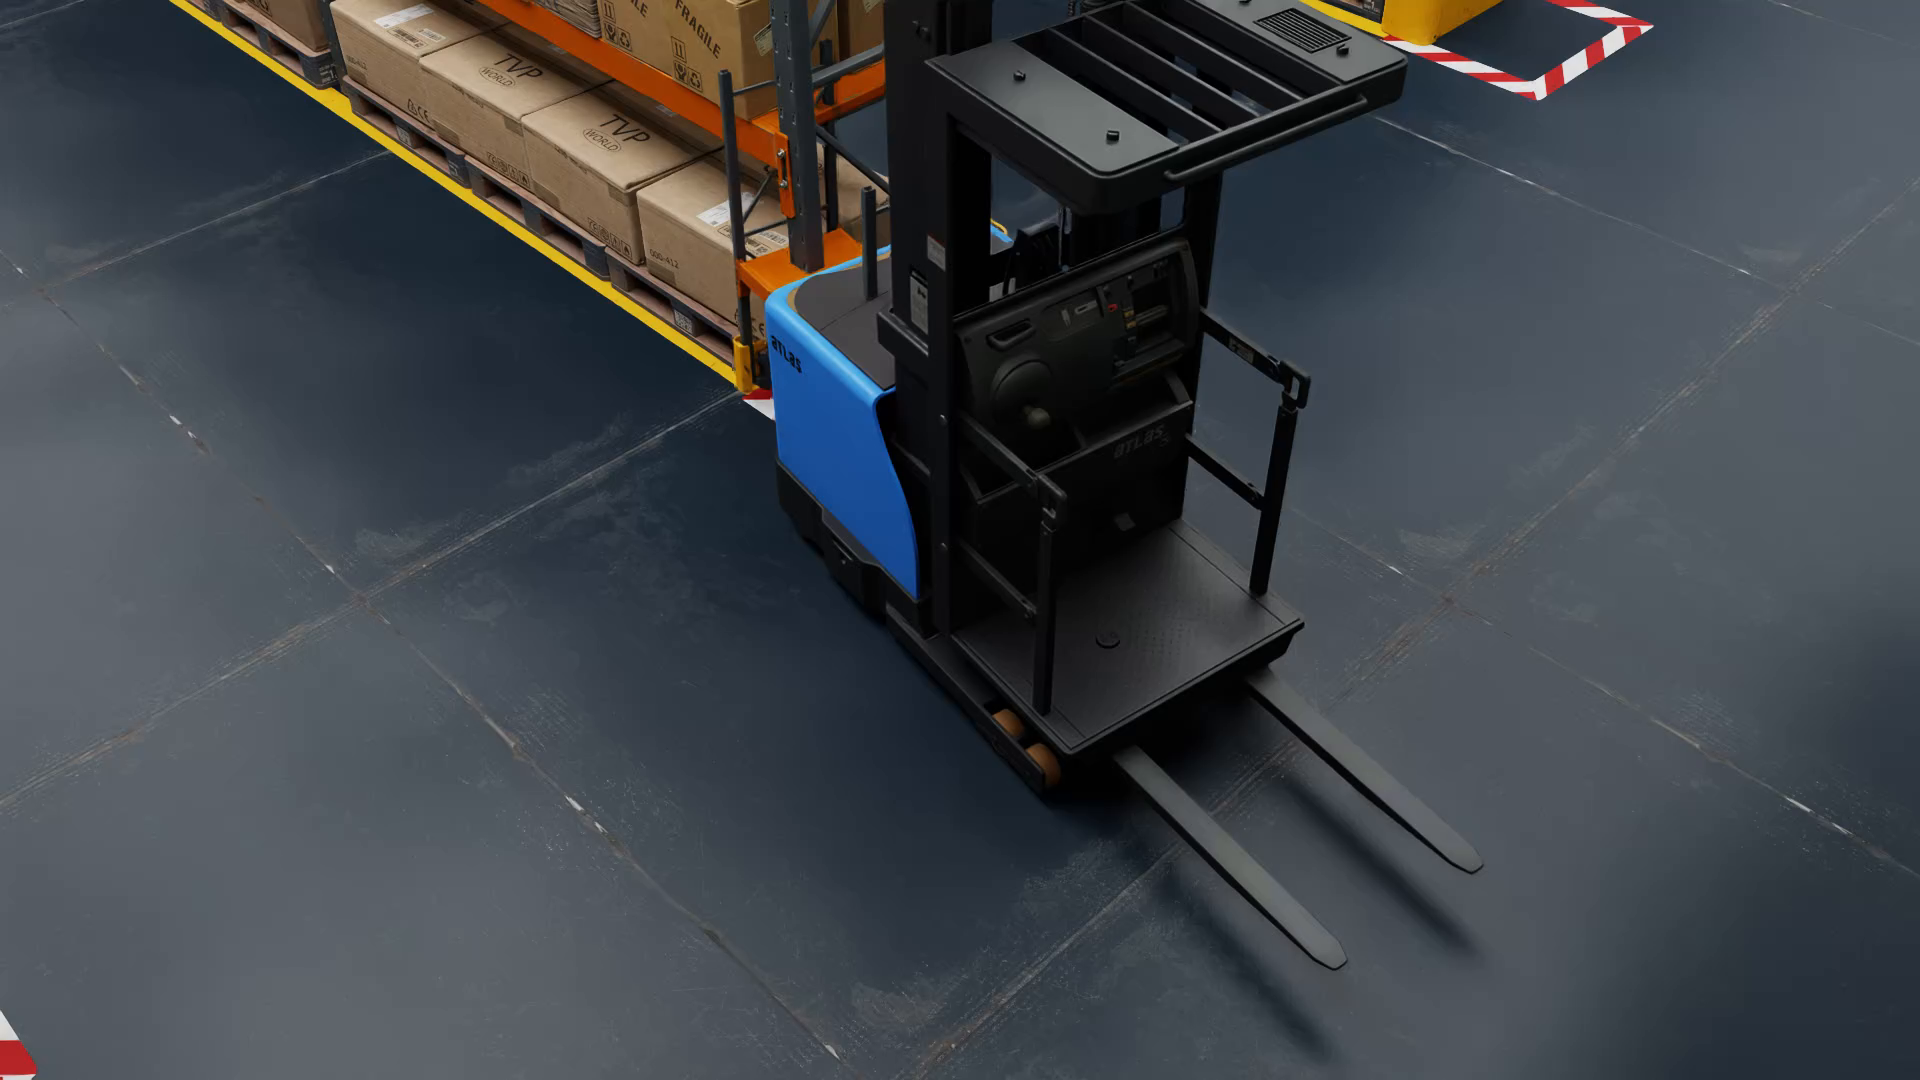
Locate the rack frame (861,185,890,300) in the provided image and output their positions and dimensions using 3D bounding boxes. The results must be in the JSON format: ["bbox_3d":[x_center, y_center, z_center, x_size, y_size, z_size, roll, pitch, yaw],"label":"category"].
[{"bbox_3d":[-0.147,-0.762,6.396,0.500,1.500,0.032,-25,49,-26],"label":"rack frame"}]

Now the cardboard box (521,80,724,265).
[{"bbox_3d":[-1.504,-1.863,8.135,0.875,0.438,0.875,-33,52,-30],"label":"cardboard box"}]

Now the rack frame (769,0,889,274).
[{"bbox_3d":[-0.315,-1.945,6.645,1.000,3.000,0.127,-34,53,-31],"label":"rack frame"}]

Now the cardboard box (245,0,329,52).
[{"bbox_3d":[-3.634,-3.500,9.584,0.875,0.875,0.875,-32,52,-30],"label":"cardboard box"}]

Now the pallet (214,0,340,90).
[{"bbox_3d":[-3.738,-3.178,10.033,1.003,0.211,1.213,-34,53,-31],"label":"pallet"}]

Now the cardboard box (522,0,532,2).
[{"bbox_3d":[-1.930,-2.819,7.517,0.500,0.500,0.500,-33,52,-30],"label":"cardboard box"}]

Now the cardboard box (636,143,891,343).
[{"bbox_3d":[-0.851,-1.427,7.663,0.875,0.438,0.875,32,52,30],"label":"cardboard box"}]

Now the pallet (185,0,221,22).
[{"bbox_3d":[-4.603,-3.764,10.668,1.003,0.211,1.213,-34,53,-31],"label":"pallet"}]

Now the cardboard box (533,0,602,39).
[{"bbox_3d":[-1.557,-2.577,7.255,0.500,0.500,0.500,-33,52,-30],"label":"cardboard box"}]

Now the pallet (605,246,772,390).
[{"bbox_3d":[-0.935,-1.268,7.966,1.003,0.211,1.213,-34,53,-31],"label":"pallet"}]

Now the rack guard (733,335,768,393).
[{"bbox_3d":[-0.733,-0.872,7.410,0.587,0.250,0.087,-25,49,-26],"label":"rack guard"}]

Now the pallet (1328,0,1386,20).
[{"bbox_3d":[2.516,-3.786,10.691,1.003,0.211,1.213,-34,53,-31],"label":"pallet"}]

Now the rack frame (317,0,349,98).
[{"bbox_3d":[-3.139,-3.867,8.725,1.000,3.000,0.127,-34,53,-31],"label":"rack frame"}]

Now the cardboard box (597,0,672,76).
[{"bbox_3d":[-1.186,-2.335,6.993,0.500,0.500,0.500,33,52,31],"label":"cardboard box"}]

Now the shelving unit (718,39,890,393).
[{"bbox_3d":[-0.435,-1.045,6.690,0.587,1.500,1.083,-25,49,-26],"label":"shelving unit"}]

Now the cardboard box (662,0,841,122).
[{"bbox_3d":[-0.843,-2.087,6.724,0.500,0.500,0.500,-34,52,-31],"label":"cardboard box"}]

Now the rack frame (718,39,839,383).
[{"bbox_3d":[-0.733,-1.339,6.995,0.500,1.500,0.032,-25,49,-26],"label":"rack frame"}]

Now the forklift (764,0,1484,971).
[{"bbox_3d":[0.521,-0.581,5.219,1.130,2.935,3.031,-26,49,-25],"label":"forklift"}]

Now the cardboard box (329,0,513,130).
[{"bbox_3d":[-2.772,-2.727,9.070,0.875,0.438,0.875,33,52,31],"label":"cardboard box"}]

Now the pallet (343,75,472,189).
[{"bbox_3d":[-2.658,-2.440,9.235,1.003,0.211,1.213,-34,53,-31],"label":"pallet"}]

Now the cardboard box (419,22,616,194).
[{"bbox_3d":[-2.139,-2.297,8.604,0.875,0.438,0.875,33,52,30],"label":"cardboard box"}]

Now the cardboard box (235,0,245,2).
[{"bbox_3d":[-4.277,-3.931,10.050,0.875,0.875,0.875,-33,52,-30],"label":"cardboard box"}]

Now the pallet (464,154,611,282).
[{"bbox_3d":[-1.792,-1.854,8.601,1.003,0.211,1.213,-34,53,-31],"label":"pallet"}]

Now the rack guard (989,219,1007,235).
[{"bbox_3d":[-0.298,-1.015,7.480,1.175,0.500,0.348,-34,53,-31],"label":"rack guard"}]

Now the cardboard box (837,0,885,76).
[{"bbox_3d":[-0.450,-2.350,7.009,0.500,0.500,0.500,34,52,31],"label":"cardboard box"}]

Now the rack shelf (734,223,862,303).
[{"bbox_3d":[-0.443,-0.919,6.818,0.538,0.185,1.000,-25,49,-26],"label":"rack shelf"}]

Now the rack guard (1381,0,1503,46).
[{"bbox_3d":[3.065,-3.484,10.152,1.175,0.500,0.348,-34,53,-31],"label":"rack guard"}]

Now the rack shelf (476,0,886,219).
[{"bbox_3d":[-1.727,-2.642,7.929,1.077,0.370,4.000,-34,53,-31],"label":"rack shelf"}]
